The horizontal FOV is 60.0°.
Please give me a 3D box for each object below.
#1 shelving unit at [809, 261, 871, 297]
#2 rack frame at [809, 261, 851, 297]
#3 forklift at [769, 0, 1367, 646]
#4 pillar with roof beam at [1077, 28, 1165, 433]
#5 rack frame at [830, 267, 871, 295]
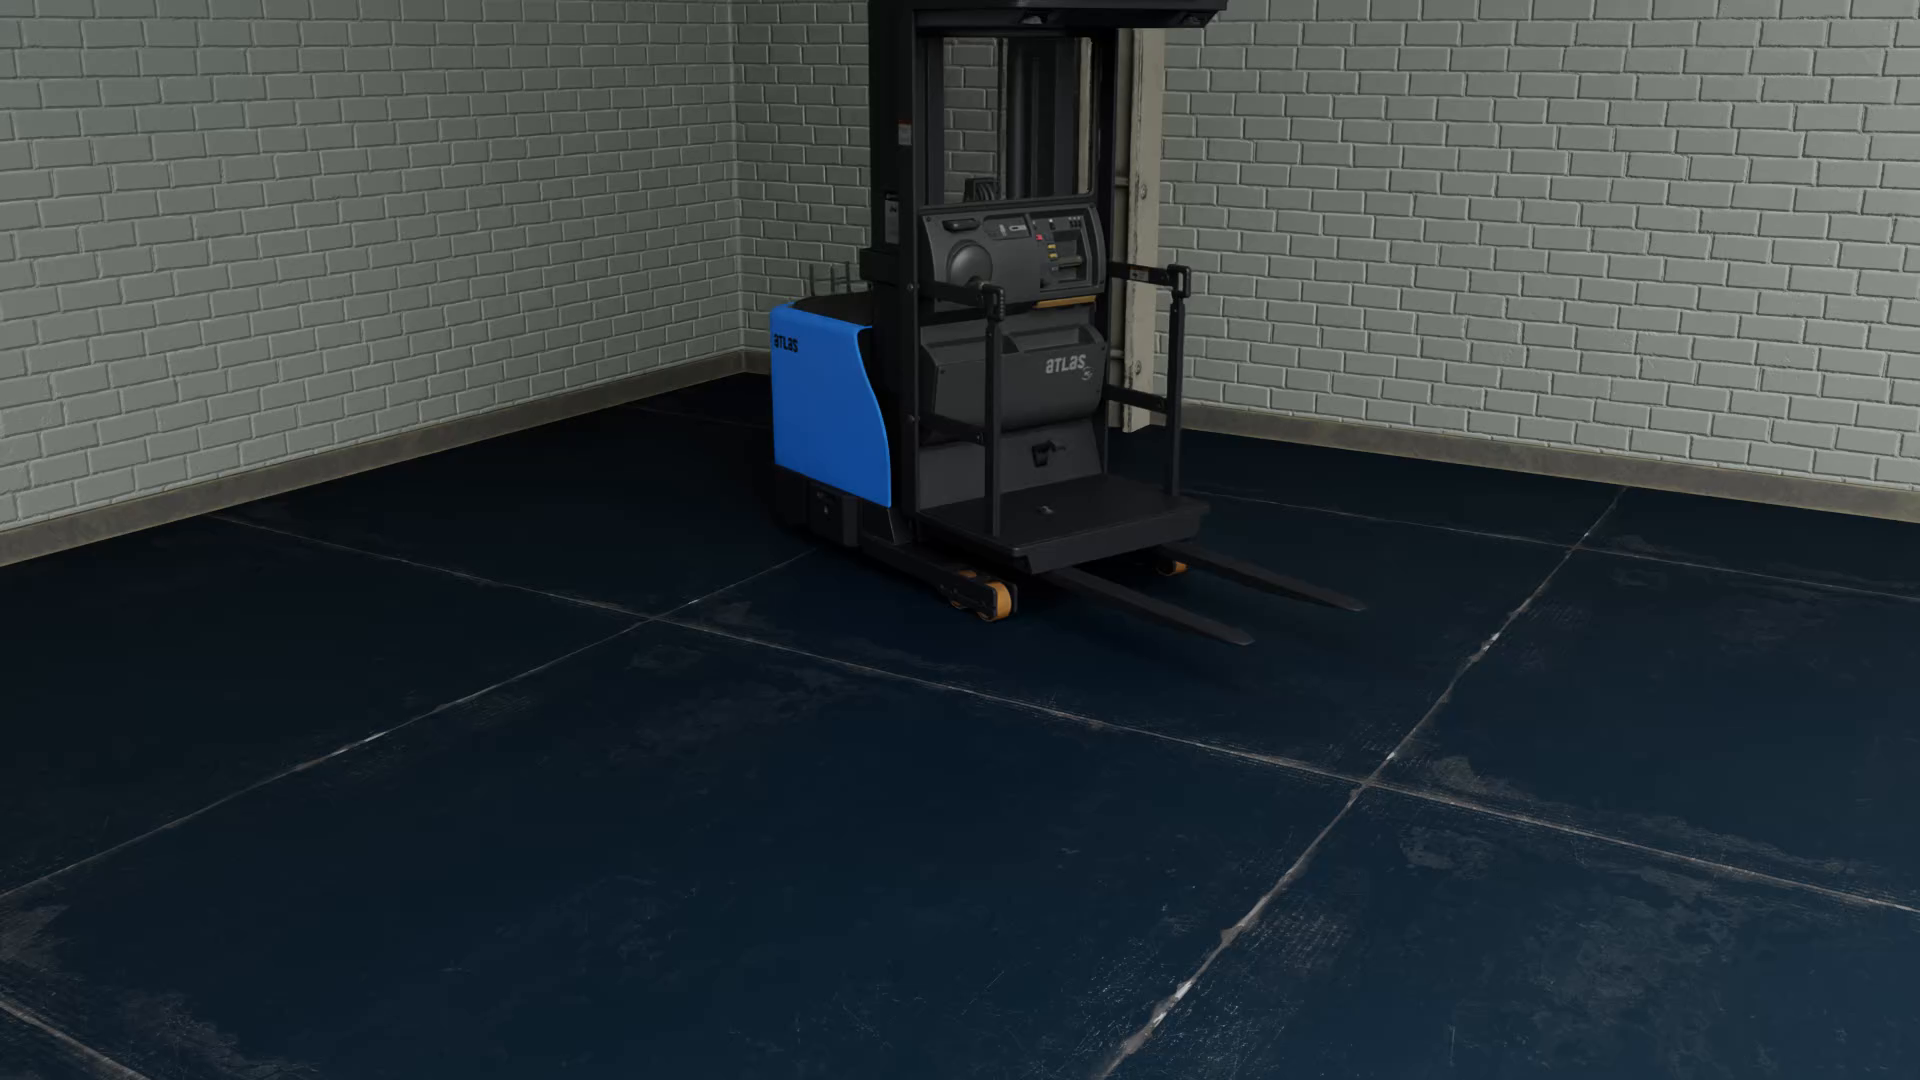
[{"bbox_3d":[-0.583,-0.792,8.412,0.258,1.200,0.189,-13,19,-37],"label":"shelving unit"},{"bbox_3d":[-0.640,-0.809,8.482,0.240,1.200,0.006,-13,19,-37],"label":"rack frame"},{"bbox_3d":[0.367,-1.229,6.883,1.130,2.935,3.031,-12,21,-35],"label":"forklift"},{"bbox_3d":[-1.318,-3.953,5.413,0.400,9.000,9.100,10,20,30],"label":"pillar with roof beam"},{"bbox_3d":[-0.526,-0.774,8.343,0.240,1.200,0.006,-13,19,-37],"label":"rack frame"}]
